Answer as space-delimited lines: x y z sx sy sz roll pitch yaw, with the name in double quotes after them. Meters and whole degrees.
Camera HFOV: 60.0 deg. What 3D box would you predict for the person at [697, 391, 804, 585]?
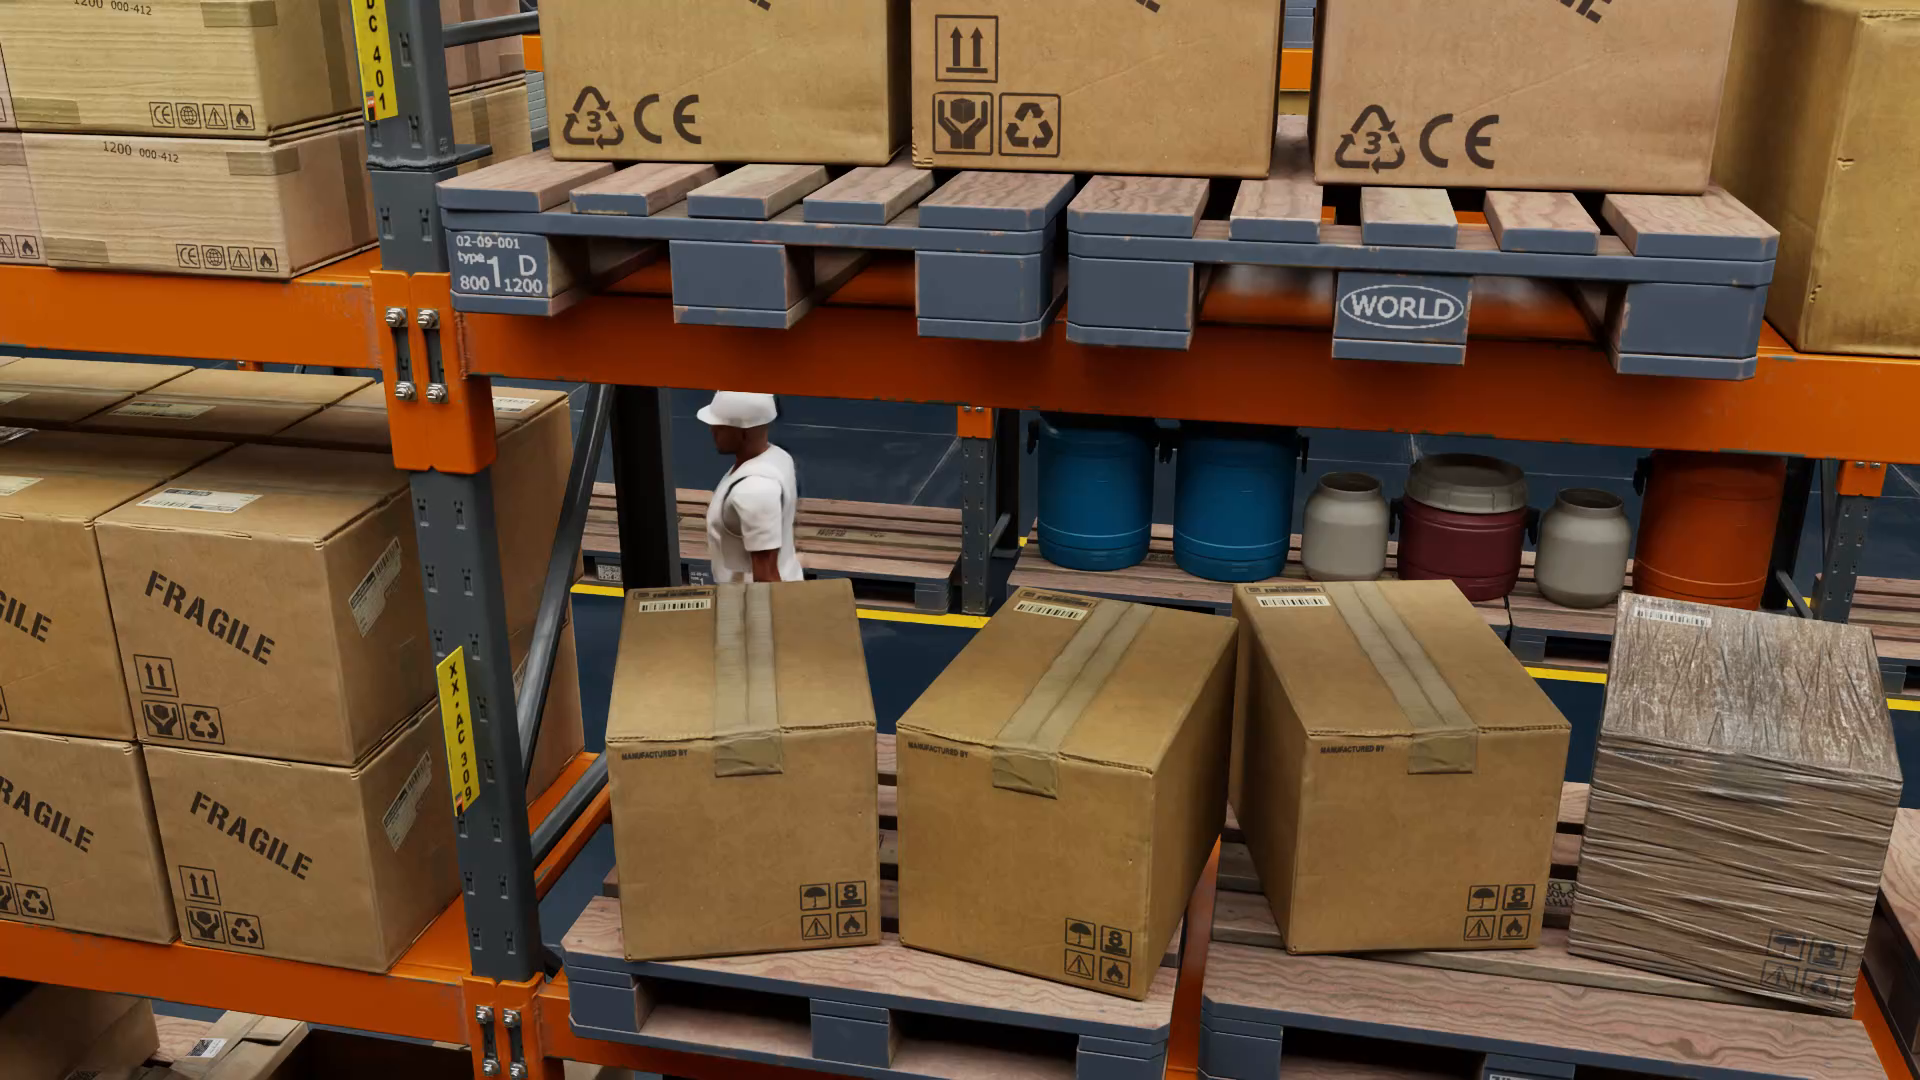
-0.846 0.256 6.402 0.702 1.777 0.625 2 22 6 "person"
